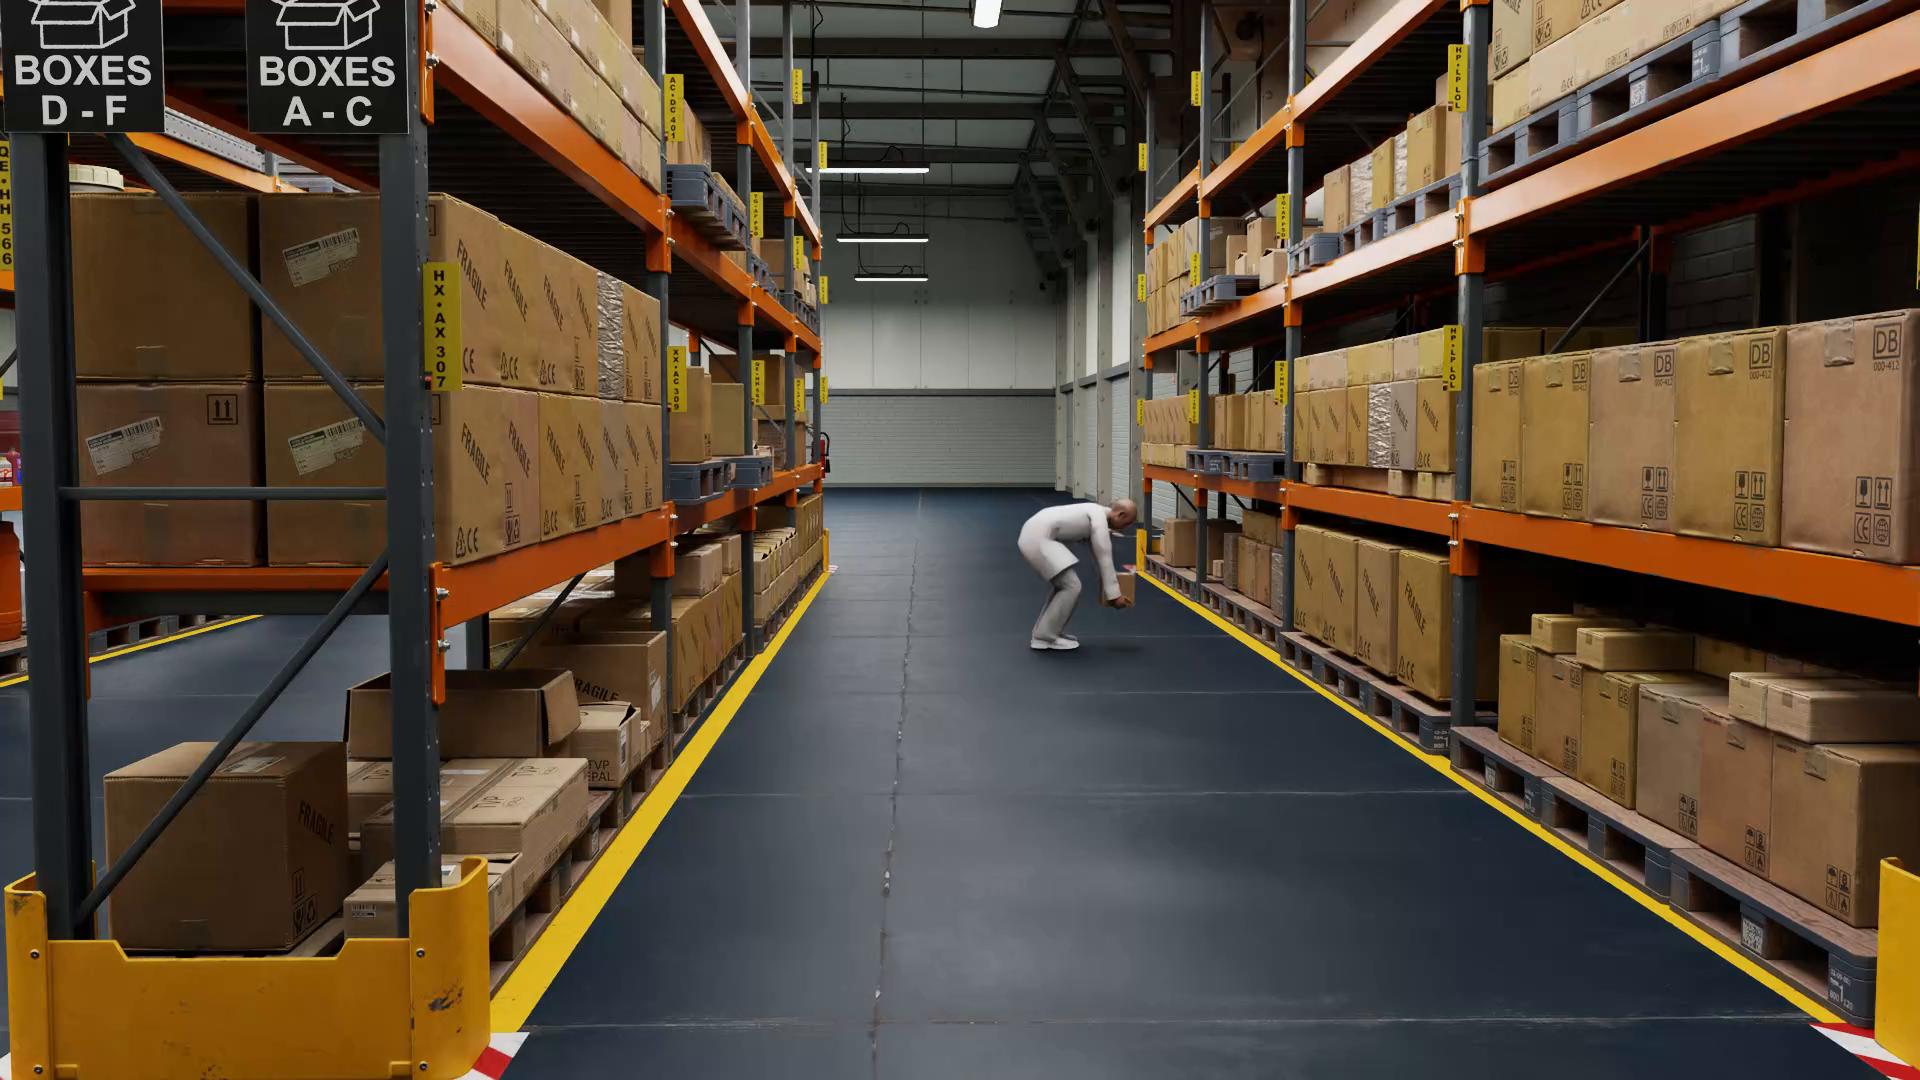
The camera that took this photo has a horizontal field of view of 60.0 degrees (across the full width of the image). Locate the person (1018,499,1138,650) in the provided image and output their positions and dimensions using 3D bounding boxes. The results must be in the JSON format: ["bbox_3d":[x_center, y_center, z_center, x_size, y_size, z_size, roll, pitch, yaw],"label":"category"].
[{"bbox_3d":[0.919,0.261,12.960,0.935,1.160,0.583,0,4,-4],"label":"person"}]
